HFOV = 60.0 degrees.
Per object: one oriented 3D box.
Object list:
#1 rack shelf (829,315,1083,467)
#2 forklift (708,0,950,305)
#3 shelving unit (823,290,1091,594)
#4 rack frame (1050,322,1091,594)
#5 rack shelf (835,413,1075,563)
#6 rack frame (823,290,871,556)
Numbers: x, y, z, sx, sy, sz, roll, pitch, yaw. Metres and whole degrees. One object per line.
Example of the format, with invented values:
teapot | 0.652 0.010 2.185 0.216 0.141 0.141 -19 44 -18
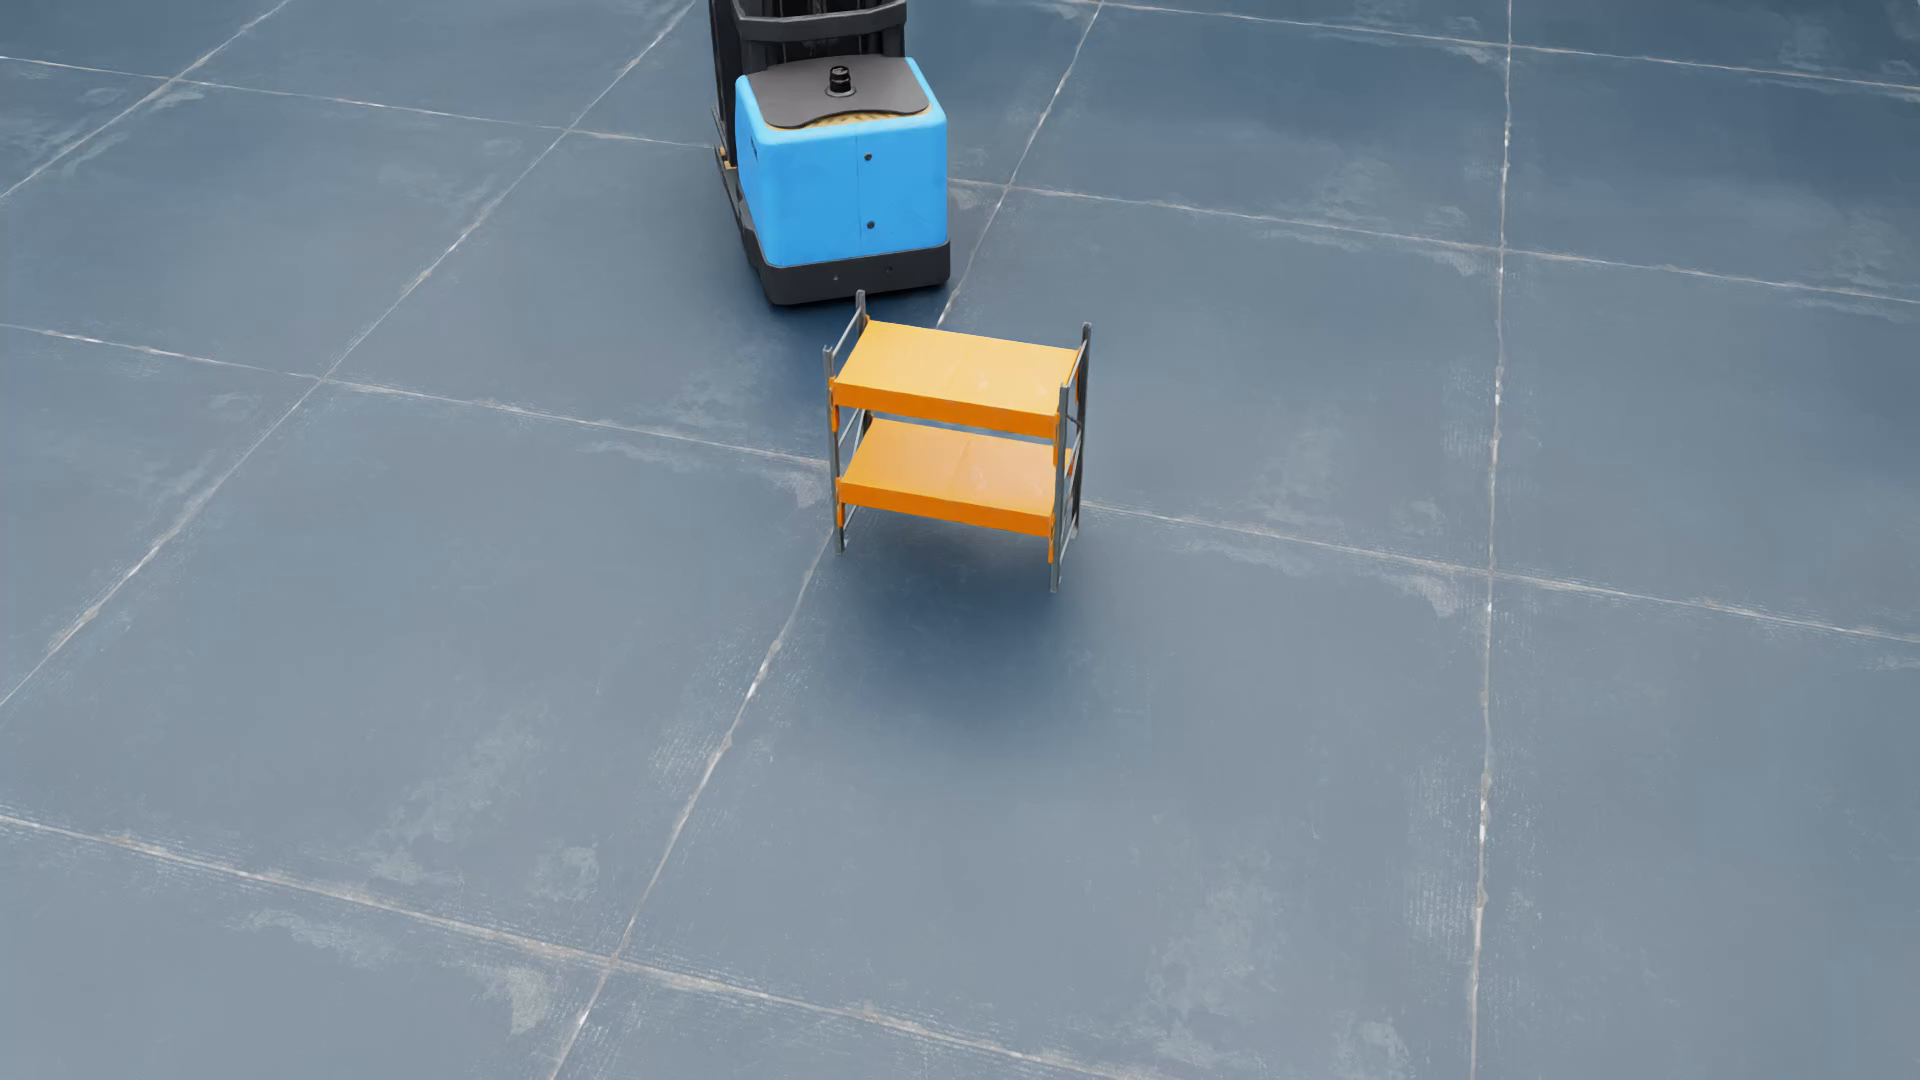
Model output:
rack shelf | -0.007 -0.656 7.226 1.000 0.278 0.538 10 41 11
forklift | -0.925 -3.380 9.520 1.130 2.935 3.031 -10 41 -11
shelving unit | -0.007 -0.432 7.414 1.048 1.125 0.538 10 41 11
rack frame | 0.485 -0.347 7.314 0.032 1.125 0.500 10 41 11
rack shelf | -0.007 -0.245 7.571 1.000 0.278 0.538 10 41 11
rack frame | -0.498 -0.516 7.515 0.032 1.125 0.500 10 41 11
